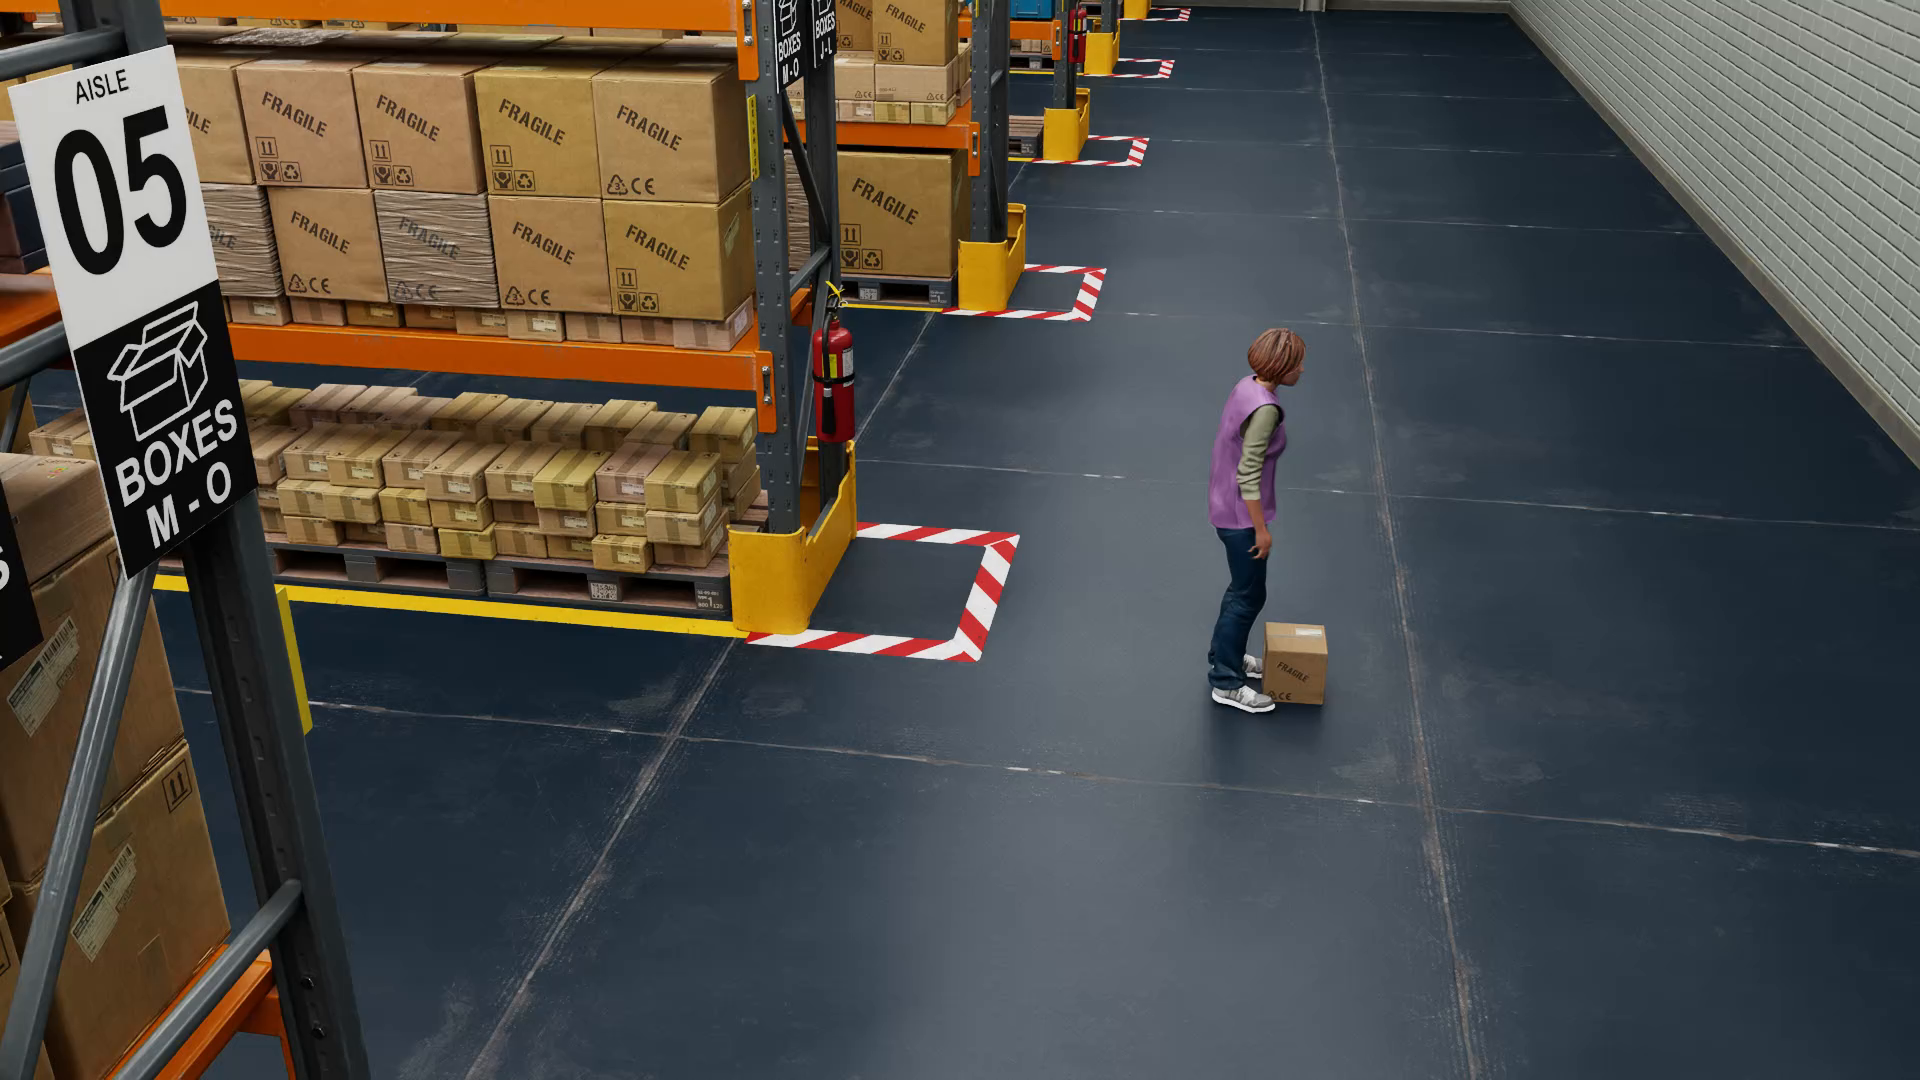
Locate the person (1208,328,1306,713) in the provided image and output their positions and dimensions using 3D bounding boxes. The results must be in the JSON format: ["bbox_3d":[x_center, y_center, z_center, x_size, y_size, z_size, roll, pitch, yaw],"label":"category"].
[{"bbox_3d":[1.188,-0.098,6.826,0.340,1.594,0.484,3,25,6],"label":"person"}]
